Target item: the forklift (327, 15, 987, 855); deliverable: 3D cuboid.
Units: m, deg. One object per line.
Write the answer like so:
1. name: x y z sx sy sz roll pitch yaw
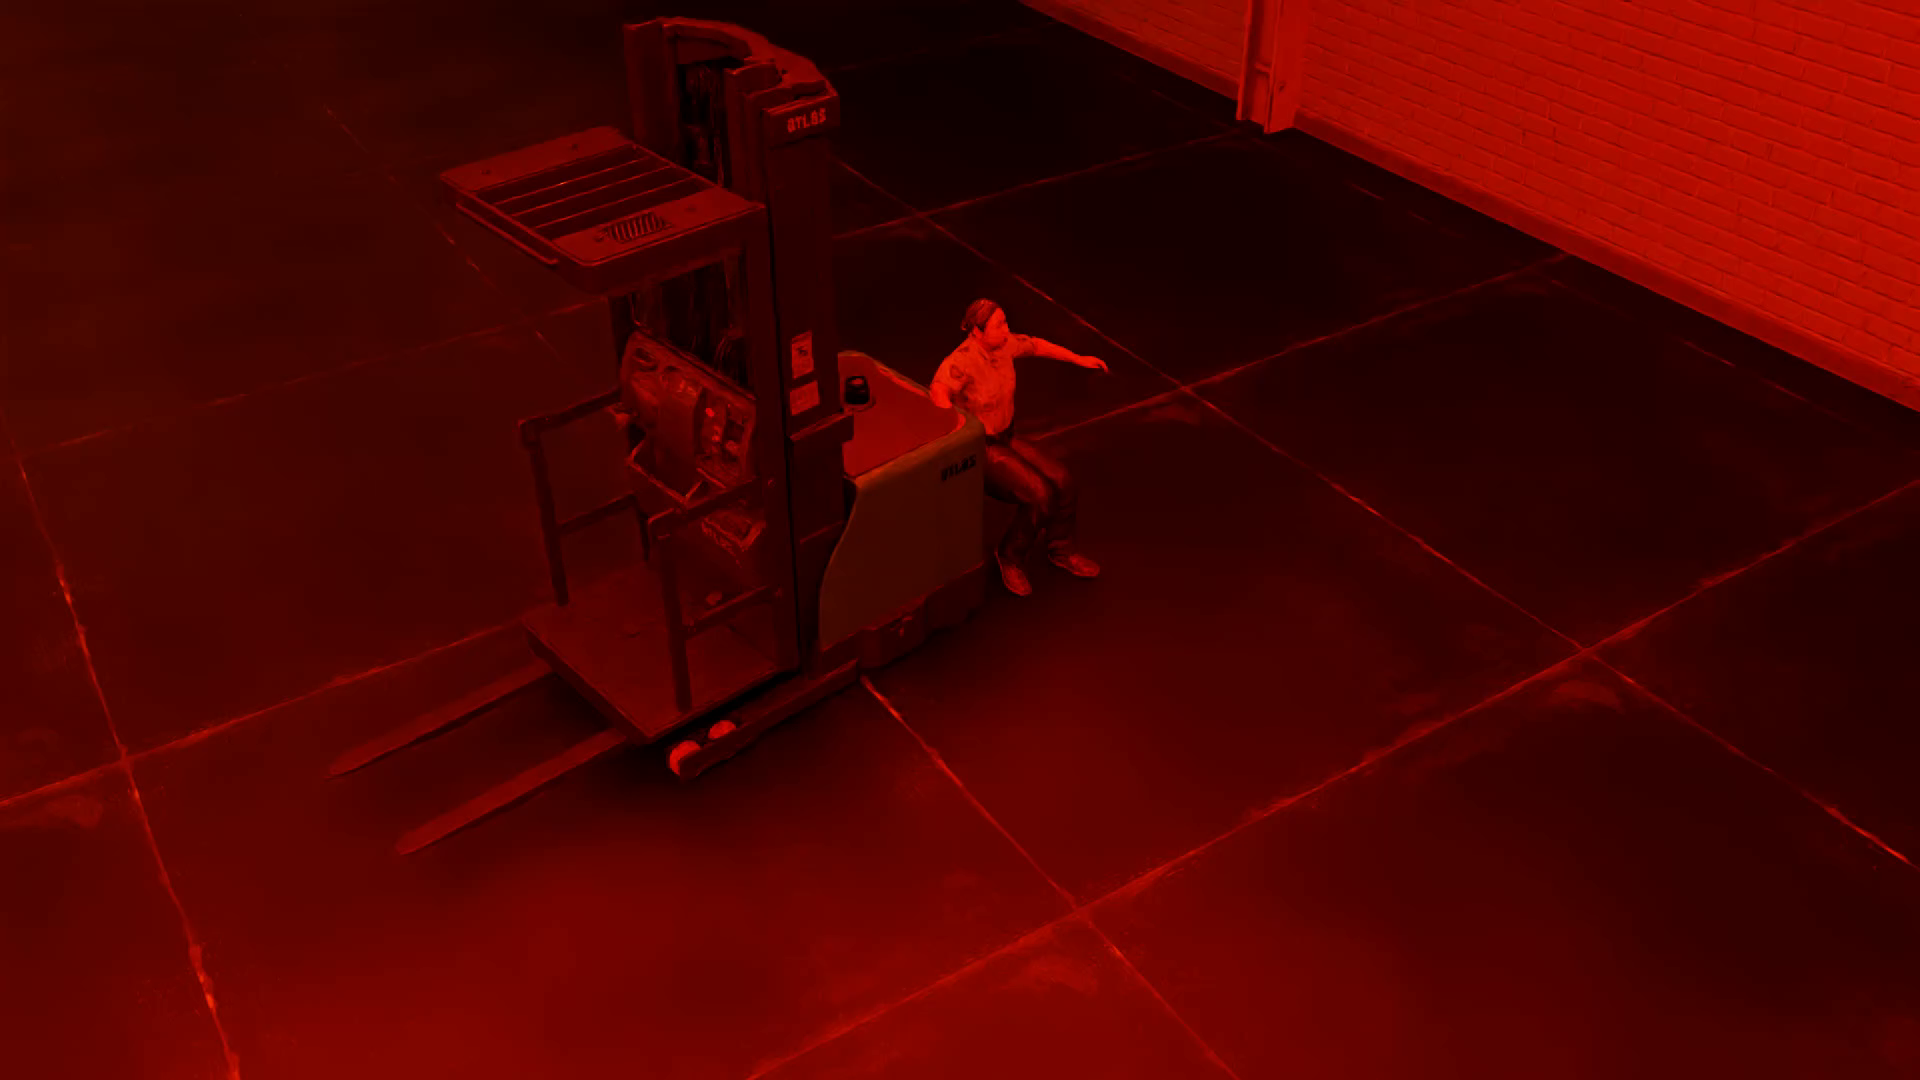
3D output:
1. forklift: -1.302 -0.504 6.865 3.031 2.935 1.130 -27 43 -33

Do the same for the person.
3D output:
1. person: 0.318 -0.449 8.102 0.788 1.406 1.009 13 37 18
